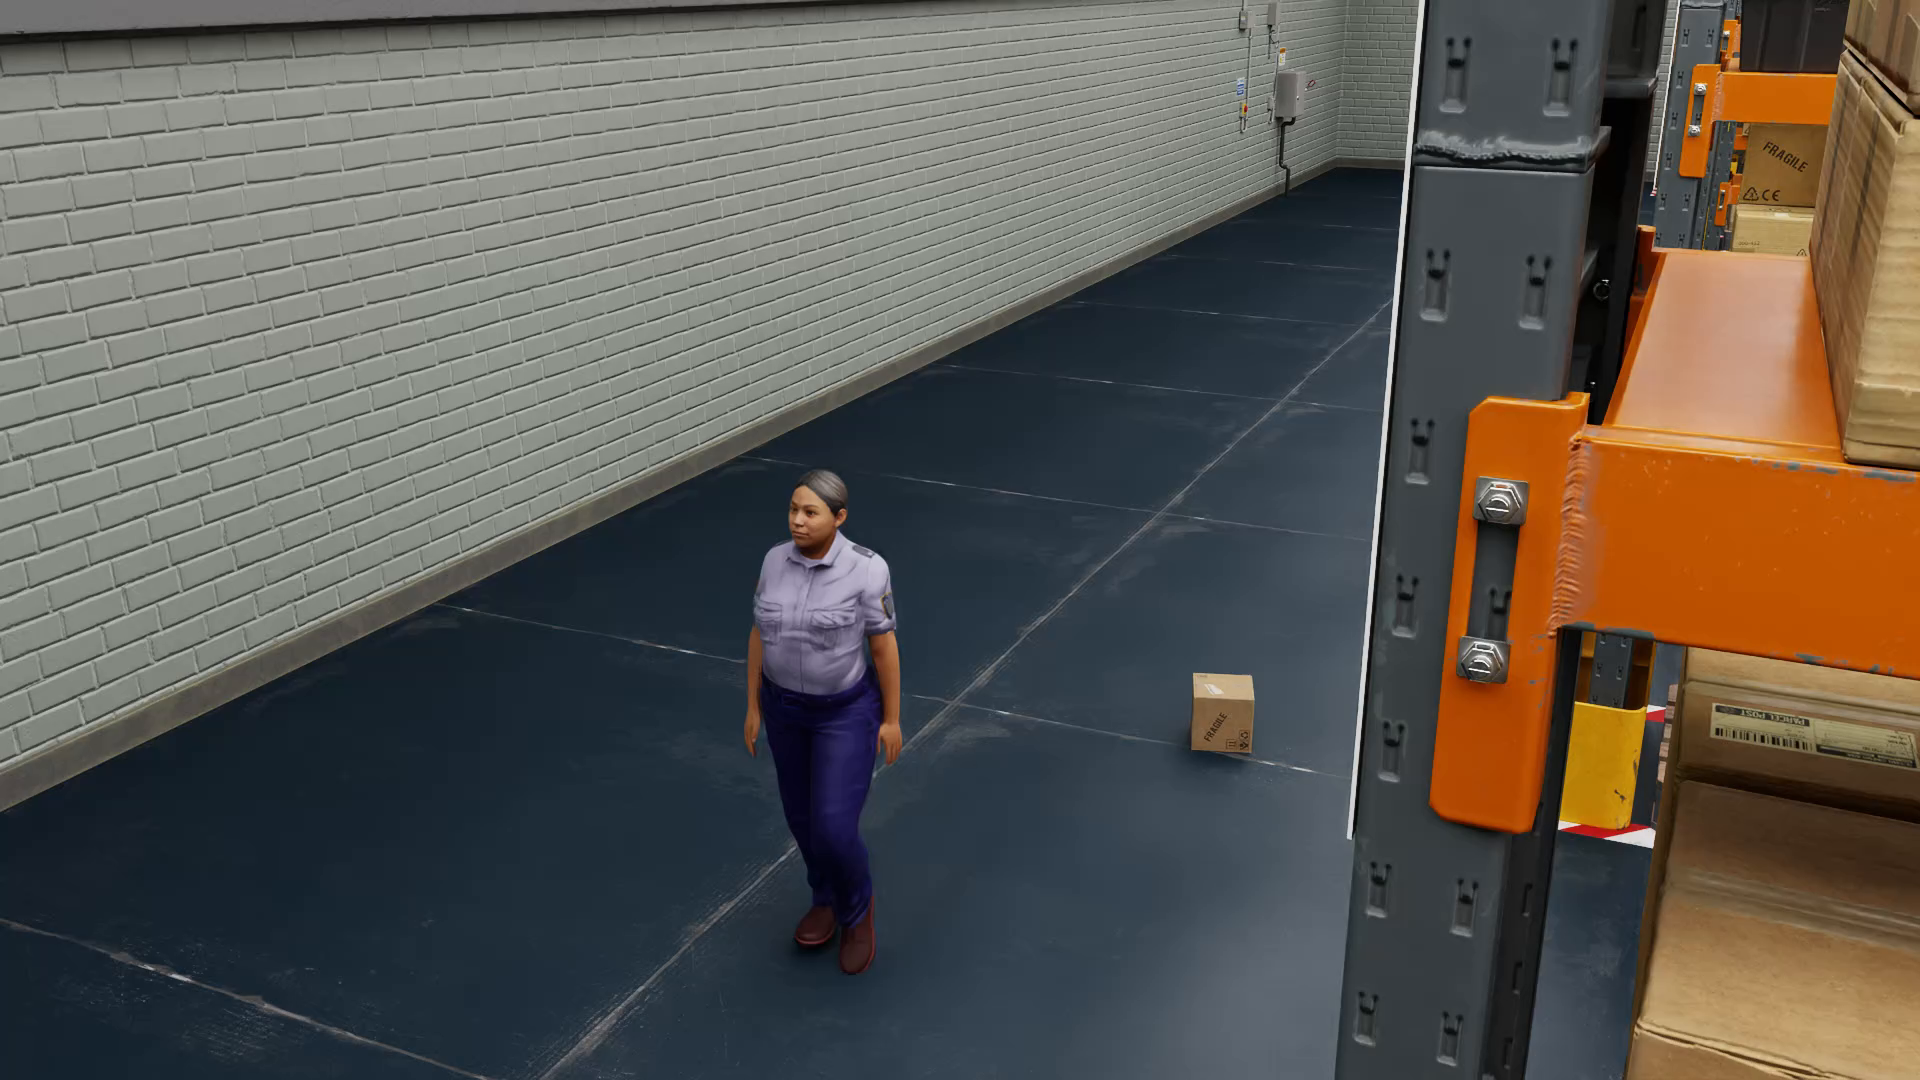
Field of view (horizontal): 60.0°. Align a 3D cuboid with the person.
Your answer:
[{"bbox_3d":[-0.467,0.606,5.340,0.511,1.692,0.470,9,21,25],"label":"person"}]
